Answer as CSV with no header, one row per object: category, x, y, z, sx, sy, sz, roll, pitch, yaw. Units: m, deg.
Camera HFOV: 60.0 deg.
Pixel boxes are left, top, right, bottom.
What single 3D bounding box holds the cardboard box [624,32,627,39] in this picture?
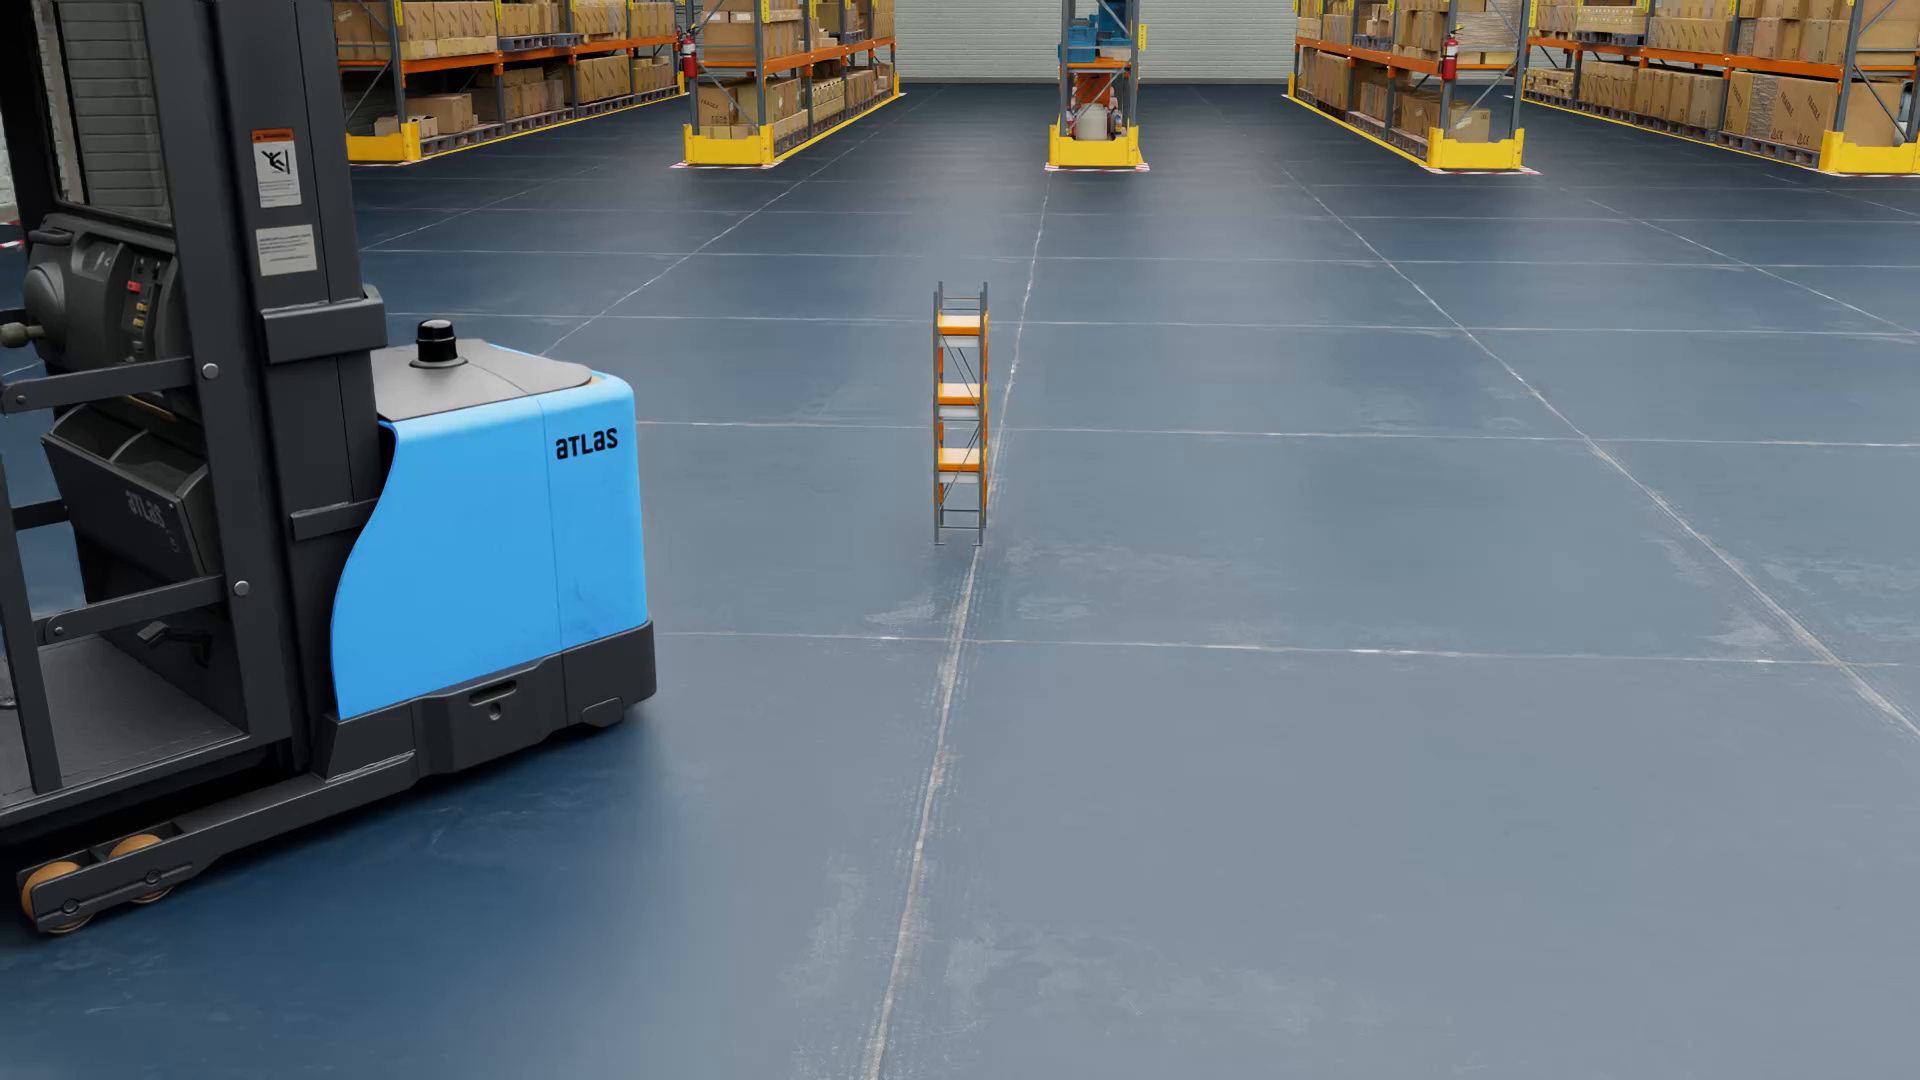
cardboard box,-6.938,-10.161,33.486,0.380,0.149,0.250,1,18,4

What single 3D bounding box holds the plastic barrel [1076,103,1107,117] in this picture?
plastic barrel,1.832,-5.813,23.167,0.421,0.512,0.421,0,18,0

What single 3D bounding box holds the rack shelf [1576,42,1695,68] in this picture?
rack shelf,12.422,-8.945,30.560,1.077,0.370,4.000,1,18,4

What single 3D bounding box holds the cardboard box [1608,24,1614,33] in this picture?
cardboard box,11.932,-9.227,29.995,0.380,0.149,0.250,0,18,1

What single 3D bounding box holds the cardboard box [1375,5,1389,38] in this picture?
cardboard box,7.084,-8.355,26.763,0.797,0.503,0.637,3,18,10

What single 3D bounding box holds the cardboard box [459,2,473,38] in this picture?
cardboard box,-7.572,-7.727,24.691,0.500,0.500,0.500,1,18,2

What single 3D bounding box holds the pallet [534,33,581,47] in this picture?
pallet,-7.428,-8.825,29.346,1.213,0.211,1.003,1,18,4

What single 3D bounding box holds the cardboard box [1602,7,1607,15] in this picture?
cardboard box,11.971,-9.673,30.401,0.380,0.149,0.250,2,18,6

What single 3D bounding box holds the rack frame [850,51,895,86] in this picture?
rack frame,-1.969,-11.515,37.247,1.000,3.000,0.127,1,18,4

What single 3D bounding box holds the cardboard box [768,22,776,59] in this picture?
cardboard box,-2.995,-7.055,23.476,0.700,0.500,0.500,1,18,4

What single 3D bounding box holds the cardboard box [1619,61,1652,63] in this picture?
cardboard box,12.714,-8.880,31.341,0.500,0.250,0.500,2,18,7

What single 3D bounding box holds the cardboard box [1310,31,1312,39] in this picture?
cardboard box,7.394,-10.352,34.103,0.380,0.149,0.250,2,18,5

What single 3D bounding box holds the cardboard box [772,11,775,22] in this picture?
cardboard box,-2.800,-7.339,23.301,0.380,0.149,0.250,1,18,2

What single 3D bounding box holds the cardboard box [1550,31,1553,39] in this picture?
cardboard box,12.441,-10.452,34.407,0.380,0.149,0.250,2,18,6

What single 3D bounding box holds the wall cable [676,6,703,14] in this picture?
wall cable,-6.148,-14.748,42.467,3.097,2.526,0.112,1,18,4

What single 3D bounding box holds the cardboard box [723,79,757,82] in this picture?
cardboard box,-3.246,-6.590,24.753,0.500,0.500,0.500,1,18,4

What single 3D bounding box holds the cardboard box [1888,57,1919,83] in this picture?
cardboard box,17.424,-8.266,30.071,0.875,0.875,0.875,2,18,5

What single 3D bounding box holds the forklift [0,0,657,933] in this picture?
forklift,-2.341,-0.623,4.116,1.130,2.935,3.031,17,24,41

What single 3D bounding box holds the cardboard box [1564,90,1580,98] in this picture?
cardboard box,12.254,-8.882,33.117,0.380,0.149,0.250,2,18,5

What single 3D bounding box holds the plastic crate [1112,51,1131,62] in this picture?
plastic crate,2.210,-6.579,22.608,0.298,0.136,0.250,1,18,4

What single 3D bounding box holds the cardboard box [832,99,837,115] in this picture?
cardboard box,-2.409,-7.438,28.547,0.500,0.250,0.500,2,18,5

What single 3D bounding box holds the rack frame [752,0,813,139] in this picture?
rack frame,-2.829,-7.788,25.873,1.000,3.000,0.127,1,18,4

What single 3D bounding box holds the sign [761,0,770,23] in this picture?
sign,-2.562,-6.980,21.891,0.100,0.325,0.005,1,18,4

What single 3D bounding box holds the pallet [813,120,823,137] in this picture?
pallet,-2.815,-6.692,27.008,1.003,0.211,1.213,1,18,4

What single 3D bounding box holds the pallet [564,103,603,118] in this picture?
pallet,-7.352,-8.058,31.175,1.003,0.211,1.213,1,18,4

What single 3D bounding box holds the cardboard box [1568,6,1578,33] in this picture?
cardboard box,12.318,-10.253,32.760,0.500,0.500,0.500,1,18,4

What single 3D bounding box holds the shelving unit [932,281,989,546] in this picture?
shelving unit,0.004,-0.516,6.810,0.215,1.050,0.252,1,18,4

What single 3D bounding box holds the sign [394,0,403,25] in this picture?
sign,-7.516,-7.054,22.244,0.100,0.325,0.005,1,18,4

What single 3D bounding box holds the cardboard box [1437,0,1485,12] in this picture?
cardboard box,6.558,-7.164,21.724,0.500,0.500,0.500,1,18,4

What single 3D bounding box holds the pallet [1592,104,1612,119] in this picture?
pallet,12.426,-7.961,30.880,1.003,0.211,1.213,1,18,4

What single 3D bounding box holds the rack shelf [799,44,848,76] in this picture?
rack shelf,-2.685,-8.067,27.881,1.077,0.370,4.000,1,18,4

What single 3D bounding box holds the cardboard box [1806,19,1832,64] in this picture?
cardboard box,11.704,-6.540,21.824,0.875,0.550,0.550,1,18,4

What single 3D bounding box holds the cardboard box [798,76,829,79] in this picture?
cardboard box,-2.709,-8.347,30.888,0.500,0.500,0.500,2,18,6

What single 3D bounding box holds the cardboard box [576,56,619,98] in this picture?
cardboard box,-7.174,-9.079,32.591,0.750,0.750,0.750,2,18,6

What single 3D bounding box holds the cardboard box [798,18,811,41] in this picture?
cardboard box,-2.720,-8.237,27.084,0.500,0.500,0.500,3,18,8

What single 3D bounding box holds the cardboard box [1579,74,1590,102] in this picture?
cardboard box,12.248,-8.696,31.985,0.500,0.500,0.500,2,18,6

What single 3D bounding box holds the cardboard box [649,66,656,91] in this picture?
cardboard box,-6.962,-9.939,35.778,0.700,0.500,0.500,2,18,5

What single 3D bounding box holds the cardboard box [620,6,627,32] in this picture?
cardboard box,-6.978,-10.431,33.270,0.500,0.500,0.500,1,18,3

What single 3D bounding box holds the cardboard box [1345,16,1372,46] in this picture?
cardboard box,7.127,-9.014,29.455,0.500,0.500,0.500,2,18,6

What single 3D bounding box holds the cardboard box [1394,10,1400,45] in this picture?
cardboard box,6.958,-7.616,24.711,0.875,0.500,0.500,1,18,4

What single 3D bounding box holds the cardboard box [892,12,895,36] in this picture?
cardboard box,-1.729,-11.417,36.789,0.500,0.500,0.500,2,18,6

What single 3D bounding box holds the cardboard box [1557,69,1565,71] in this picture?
cardboard box,12.992,-10.031,35.668,0.380,0.149,0.250,2,18,5

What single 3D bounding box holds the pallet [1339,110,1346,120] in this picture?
pallet,7.470,-7.726,30.162,1.003,0.211,1.213,1,18,4

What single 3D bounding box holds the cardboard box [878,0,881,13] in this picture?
cardboard box,-1.904,-11.095,34.201,0.500,0.500,0.500,1,18,2

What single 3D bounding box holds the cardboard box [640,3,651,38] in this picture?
cardboard box,-7.084,-10.919,34.948,0.980,0.700,0.700,1,18,3

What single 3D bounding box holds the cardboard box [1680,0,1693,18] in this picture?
cardboard box,12.167,-8.733,26.990,0.700,0.500,0.500,1,18,3

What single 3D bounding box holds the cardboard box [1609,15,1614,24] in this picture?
cardboard box,11.932,-9.371,29.955,0.380,0.149,0.250,1,18,4

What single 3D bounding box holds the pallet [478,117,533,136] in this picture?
pallet,-7.716,-6.814,27.379,1.003,0.211,1.213,1,18,4

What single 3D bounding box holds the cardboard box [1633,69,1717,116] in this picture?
cardboard box,12.145,-7.609,28.266,1.050,0.750,0.750,1,18,3

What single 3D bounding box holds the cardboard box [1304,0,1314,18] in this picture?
cardboard box,7.541,-11.260,35.027,0.500,0.500,0.500,1,18,2

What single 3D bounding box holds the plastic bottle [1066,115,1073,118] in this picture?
plastic bottle,1.575,-6.049,24.236,0.152,0.276,0.135,1,18,2

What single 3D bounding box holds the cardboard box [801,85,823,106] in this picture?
cardboard box,-2.510,-7.225,26.997,0.500,0.311,0.500,1,18,3

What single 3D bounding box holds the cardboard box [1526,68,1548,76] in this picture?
cardboard box,12.476,-10.123,35.948,0.380,0.149,0.250,0,18,1
